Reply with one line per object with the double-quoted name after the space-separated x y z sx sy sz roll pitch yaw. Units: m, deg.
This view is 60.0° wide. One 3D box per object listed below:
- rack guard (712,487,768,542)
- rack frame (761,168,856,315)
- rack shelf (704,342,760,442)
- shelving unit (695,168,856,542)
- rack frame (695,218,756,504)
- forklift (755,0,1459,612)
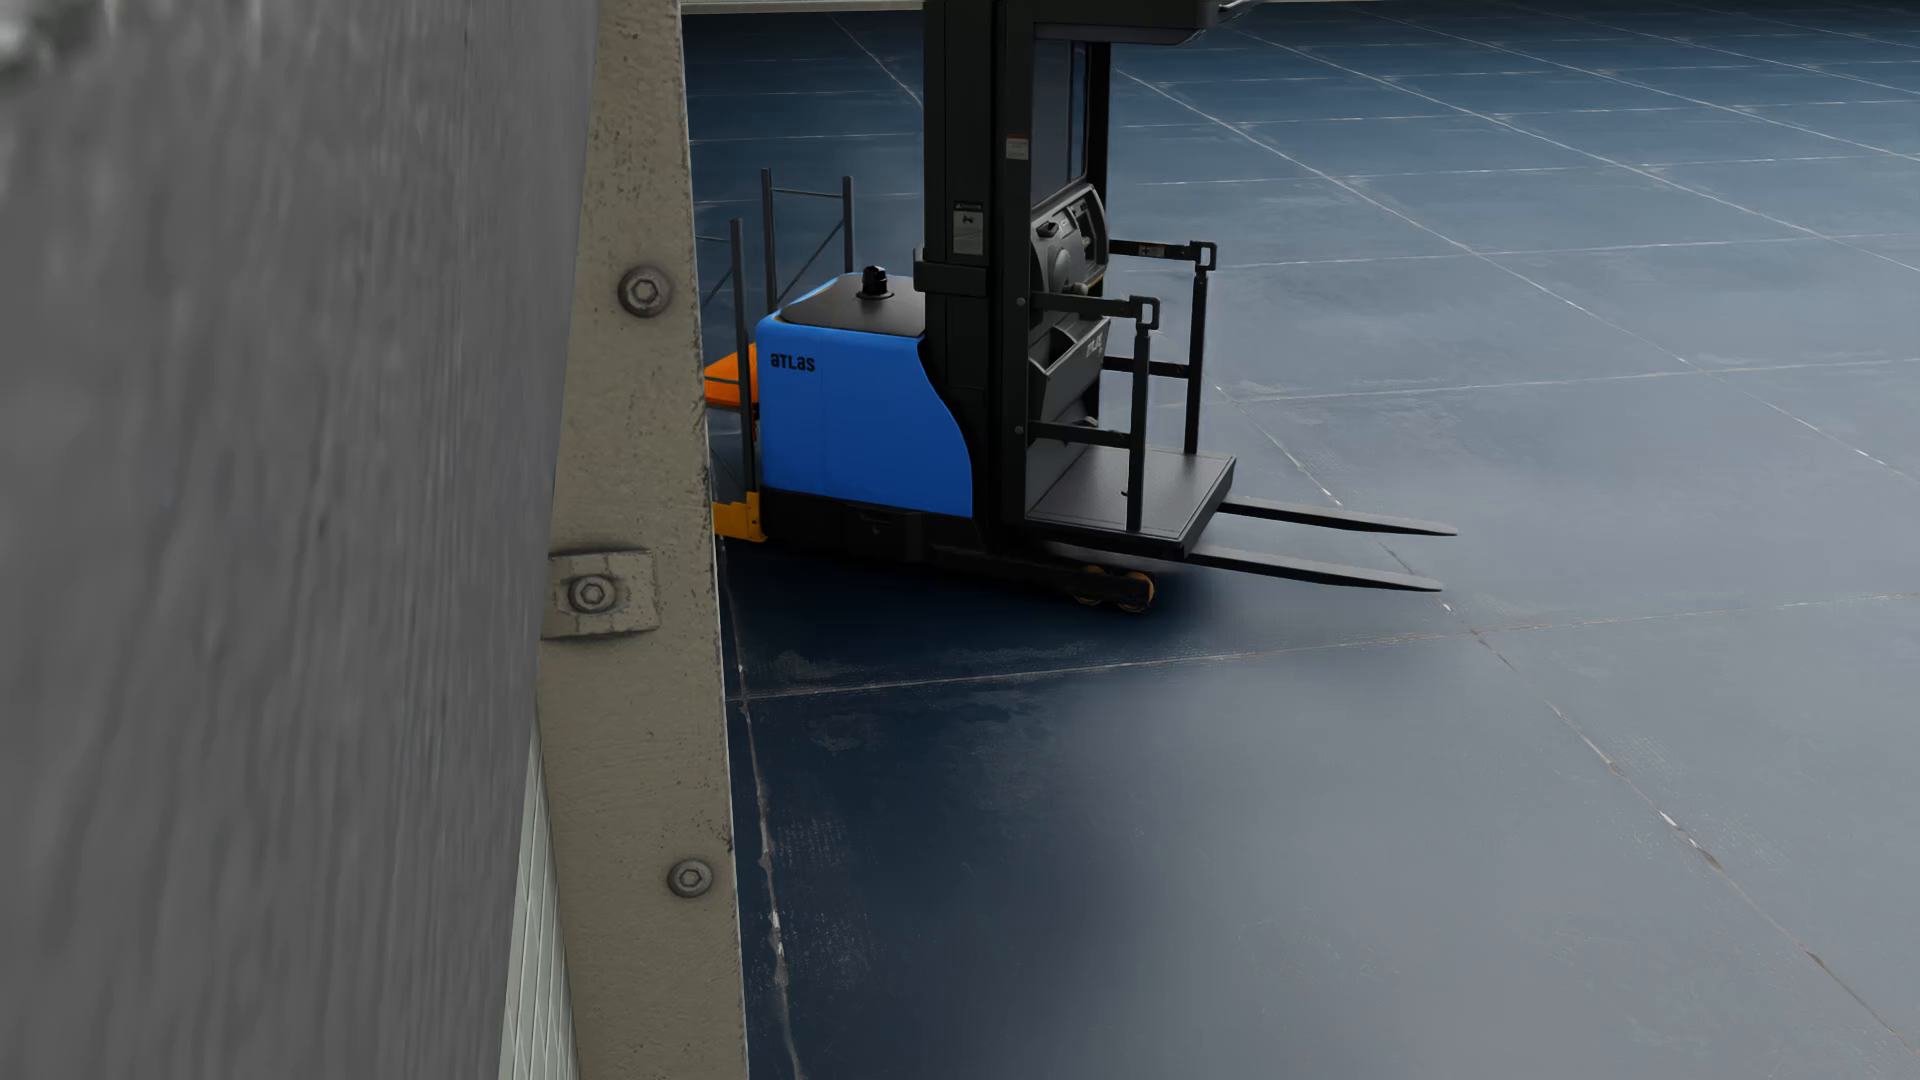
-1.174 -0.164 7.814 0.587 0.250 0.087 10 26 23 "rack guard"
-0.748 -1.106 8.408 0.500 1.500 0.032 10 26 23 "rack frame"
-0.961 -0.756 8.058 0.538 0.185 1.000 10 26 23 "rack shelf"
-0.965 -0.918 7.978 0.587 1.500 1.083 10 26 23 "shelving unit"
-1.174 -0.737 7.563 0.500 1.500 0.032 10 26 23 "rack frame"
0.657 -1.278 7.015 3.031 2.935 1.130 9 25 19 "forklift"
